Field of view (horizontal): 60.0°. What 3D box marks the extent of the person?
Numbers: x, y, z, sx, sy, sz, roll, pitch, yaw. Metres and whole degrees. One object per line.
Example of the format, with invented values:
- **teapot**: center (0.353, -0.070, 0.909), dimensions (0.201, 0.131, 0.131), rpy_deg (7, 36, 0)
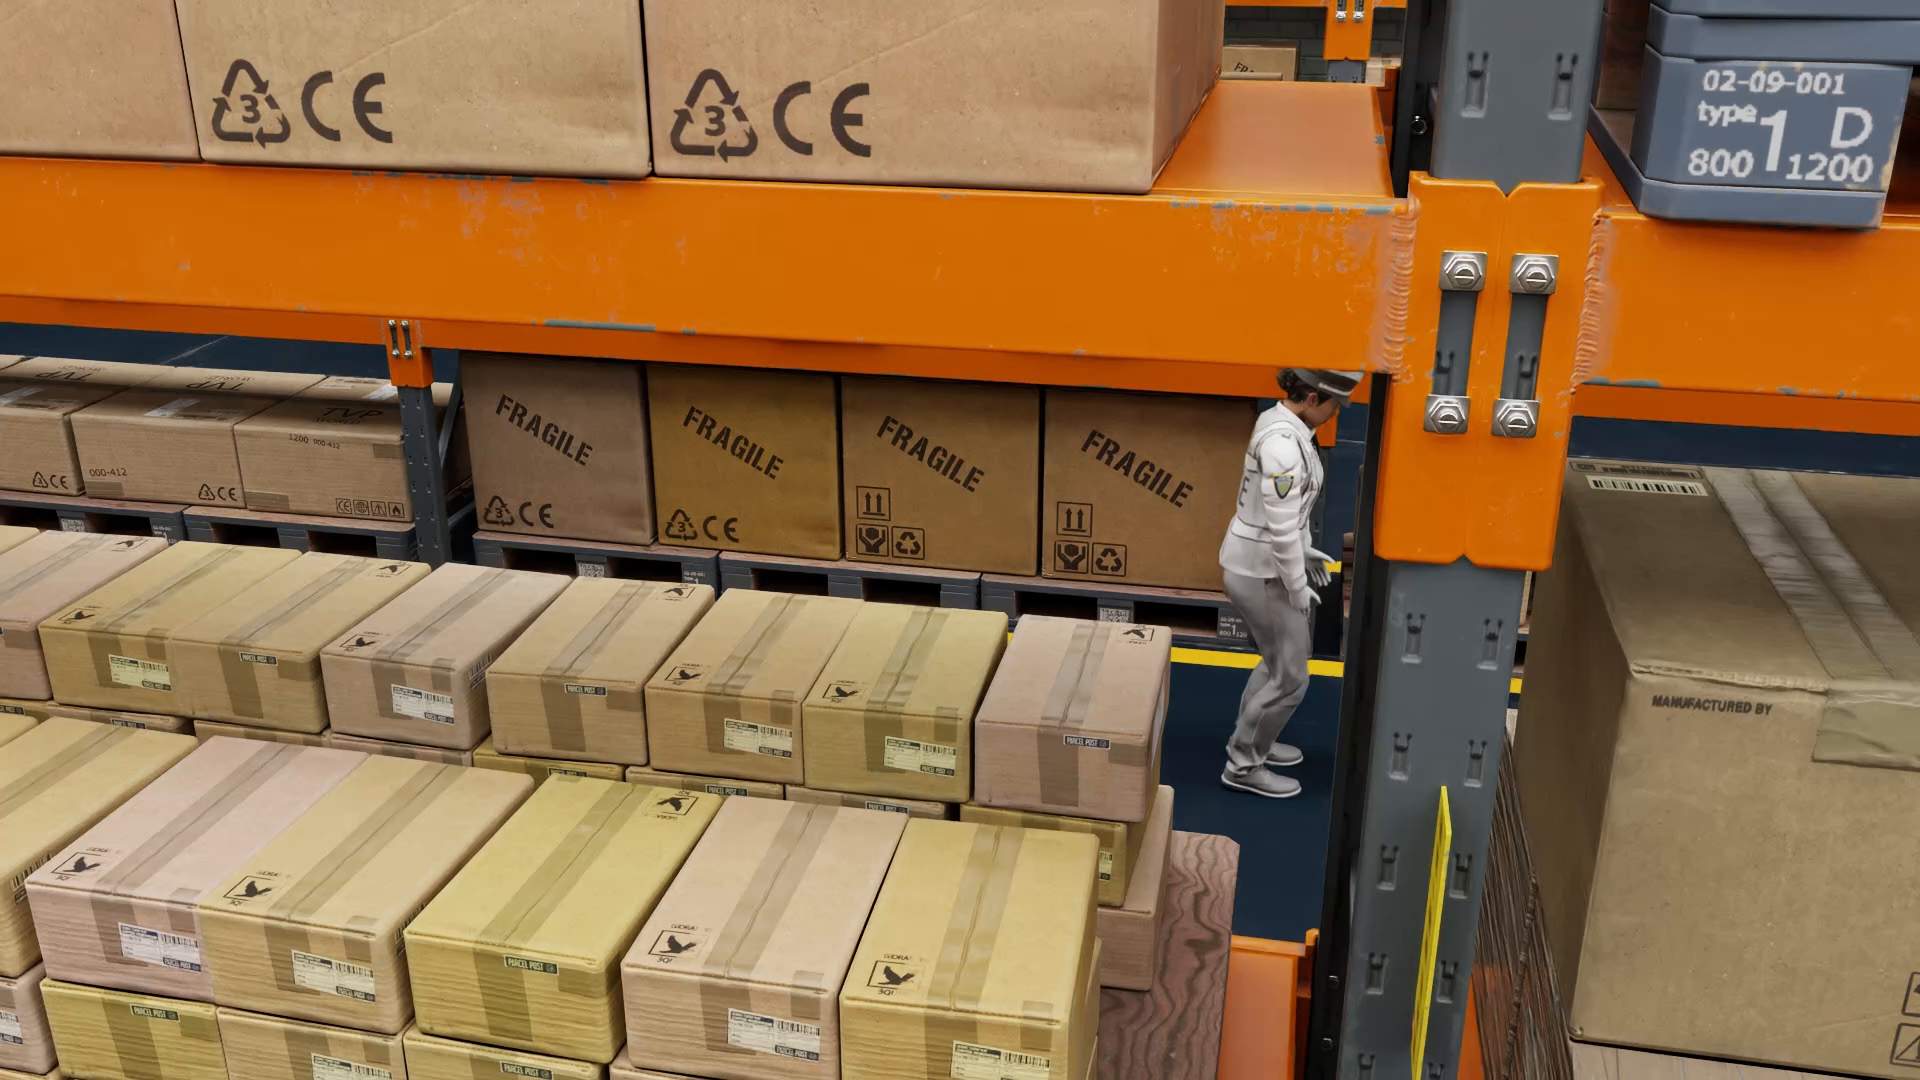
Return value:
- **person**: center (1.141, 0.107, 5.887), dimensions (0.446, 1.626, 0.500), rpy_deg (5, 22, 12)
